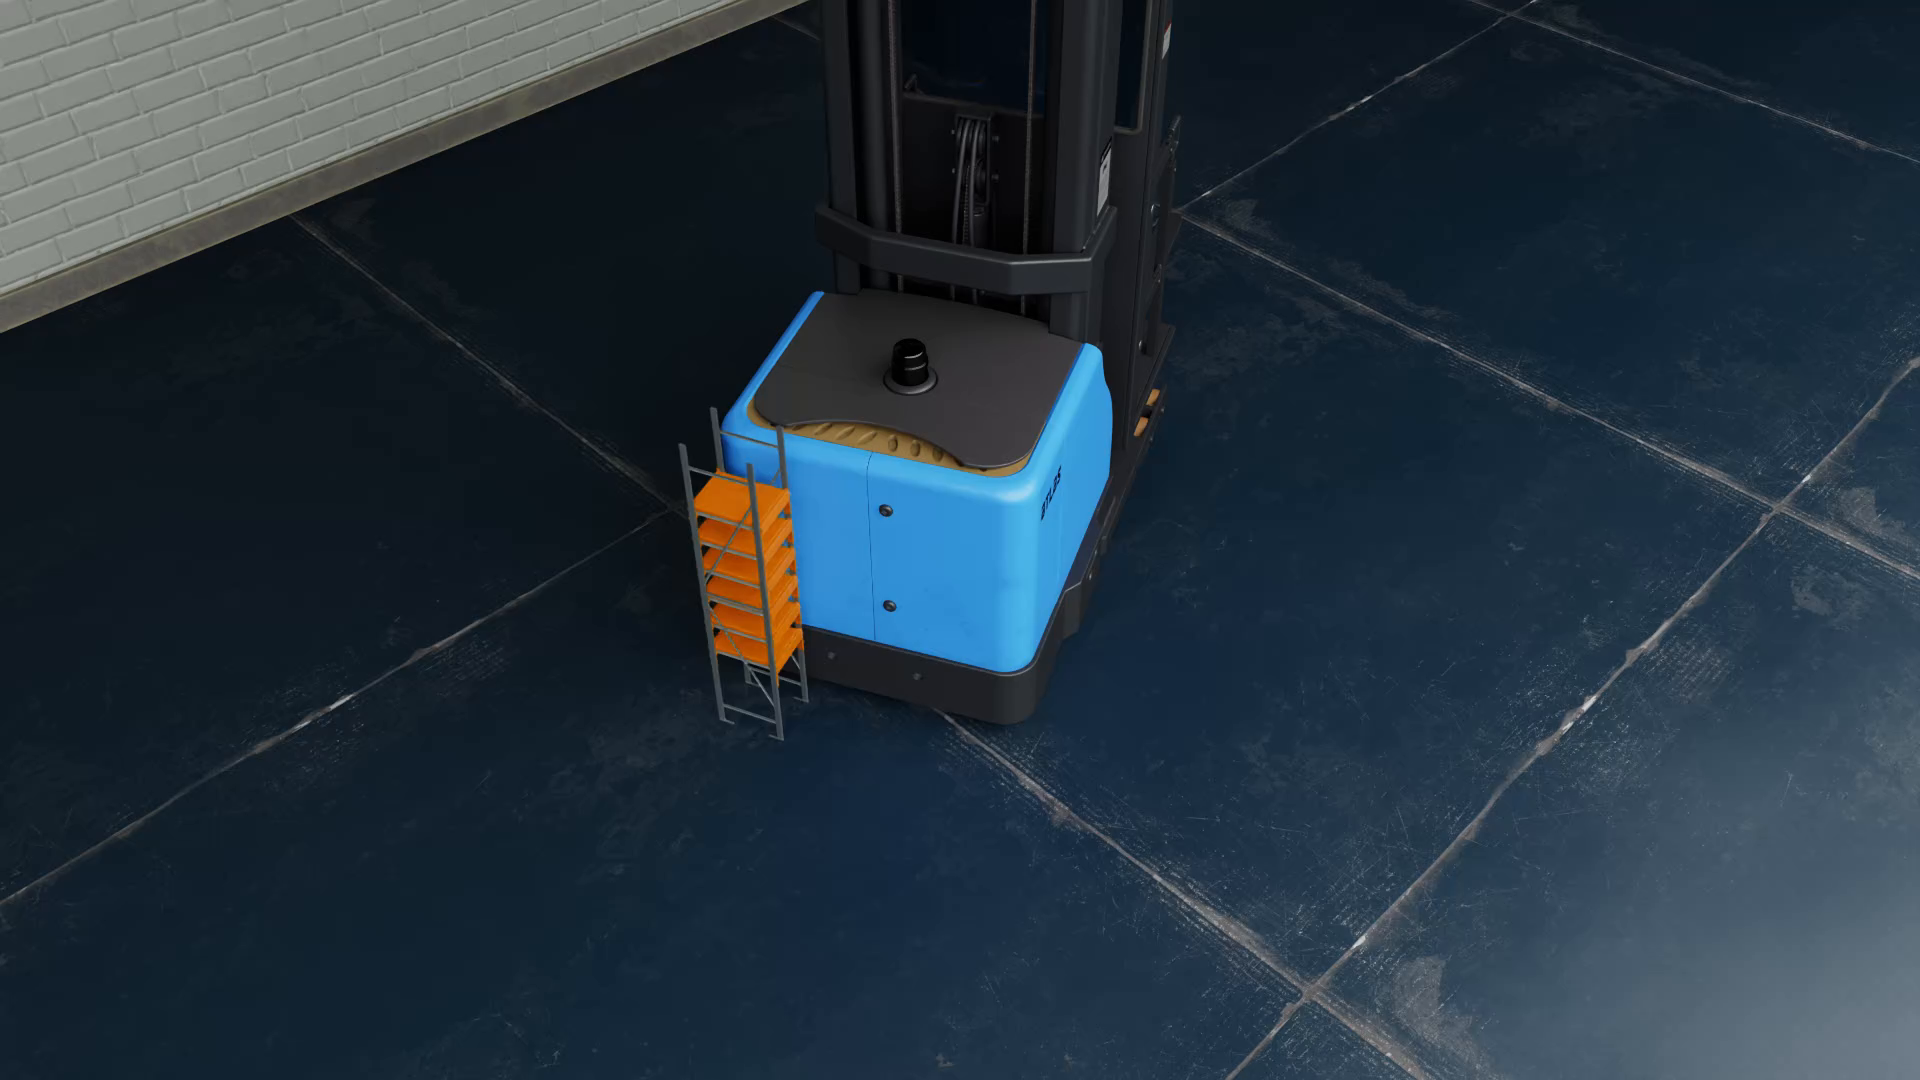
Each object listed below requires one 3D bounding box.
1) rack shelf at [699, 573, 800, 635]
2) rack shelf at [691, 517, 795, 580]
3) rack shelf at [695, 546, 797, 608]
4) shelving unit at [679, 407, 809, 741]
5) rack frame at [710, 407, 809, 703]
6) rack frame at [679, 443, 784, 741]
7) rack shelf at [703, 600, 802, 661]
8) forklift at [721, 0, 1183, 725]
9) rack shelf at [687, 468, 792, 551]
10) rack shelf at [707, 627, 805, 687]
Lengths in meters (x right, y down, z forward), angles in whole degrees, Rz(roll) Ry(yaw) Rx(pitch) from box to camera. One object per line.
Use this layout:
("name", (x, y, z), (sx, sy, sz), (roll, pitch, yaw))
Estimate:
("rack shelf", (-0.662, 0.171, 5.247), (0.258, 0.103, 0.180), (16, 45, 17))
("rack shelf", (-0.662, -0.005, 5.084), (0.258, 0.103, 0.180), (16, 45, 17))
("rack shelf", (-0.662, 0.083, 5.165), (0.258, 0.103, 0.180), (16, 45, 17))
("shelving unit", (-0.662, 0.138, 5.216), (0.258, 1.200, 0.189), (16, 45, 17))
("rack frame", (-0.626, 0.081, 5.278), (0.240, 1.200, 0.006), (16, 45, 17))
("rack frame", (-0.697, 0.195, 5.155), (0.240, 1.200, 0.006), (16, 45, 17))
("rack shelf", (-0.662, 0.259, 5.328), (0.258, 0.103, 0.180), (16, 45, 17))
("forklift", (0.200, -1.482, 5.694), (1.130, 2.935, 3.031), (13, 44, 13))
("rack shelf", (-0.662, -0.094, 5.002), (0.258, 0.103, 0.180), (16, 45, 17))
("rack shelf", (-0.662, 0.347, 5.410), (0.258, 0.103, 0.180), (16, 45, 17))
